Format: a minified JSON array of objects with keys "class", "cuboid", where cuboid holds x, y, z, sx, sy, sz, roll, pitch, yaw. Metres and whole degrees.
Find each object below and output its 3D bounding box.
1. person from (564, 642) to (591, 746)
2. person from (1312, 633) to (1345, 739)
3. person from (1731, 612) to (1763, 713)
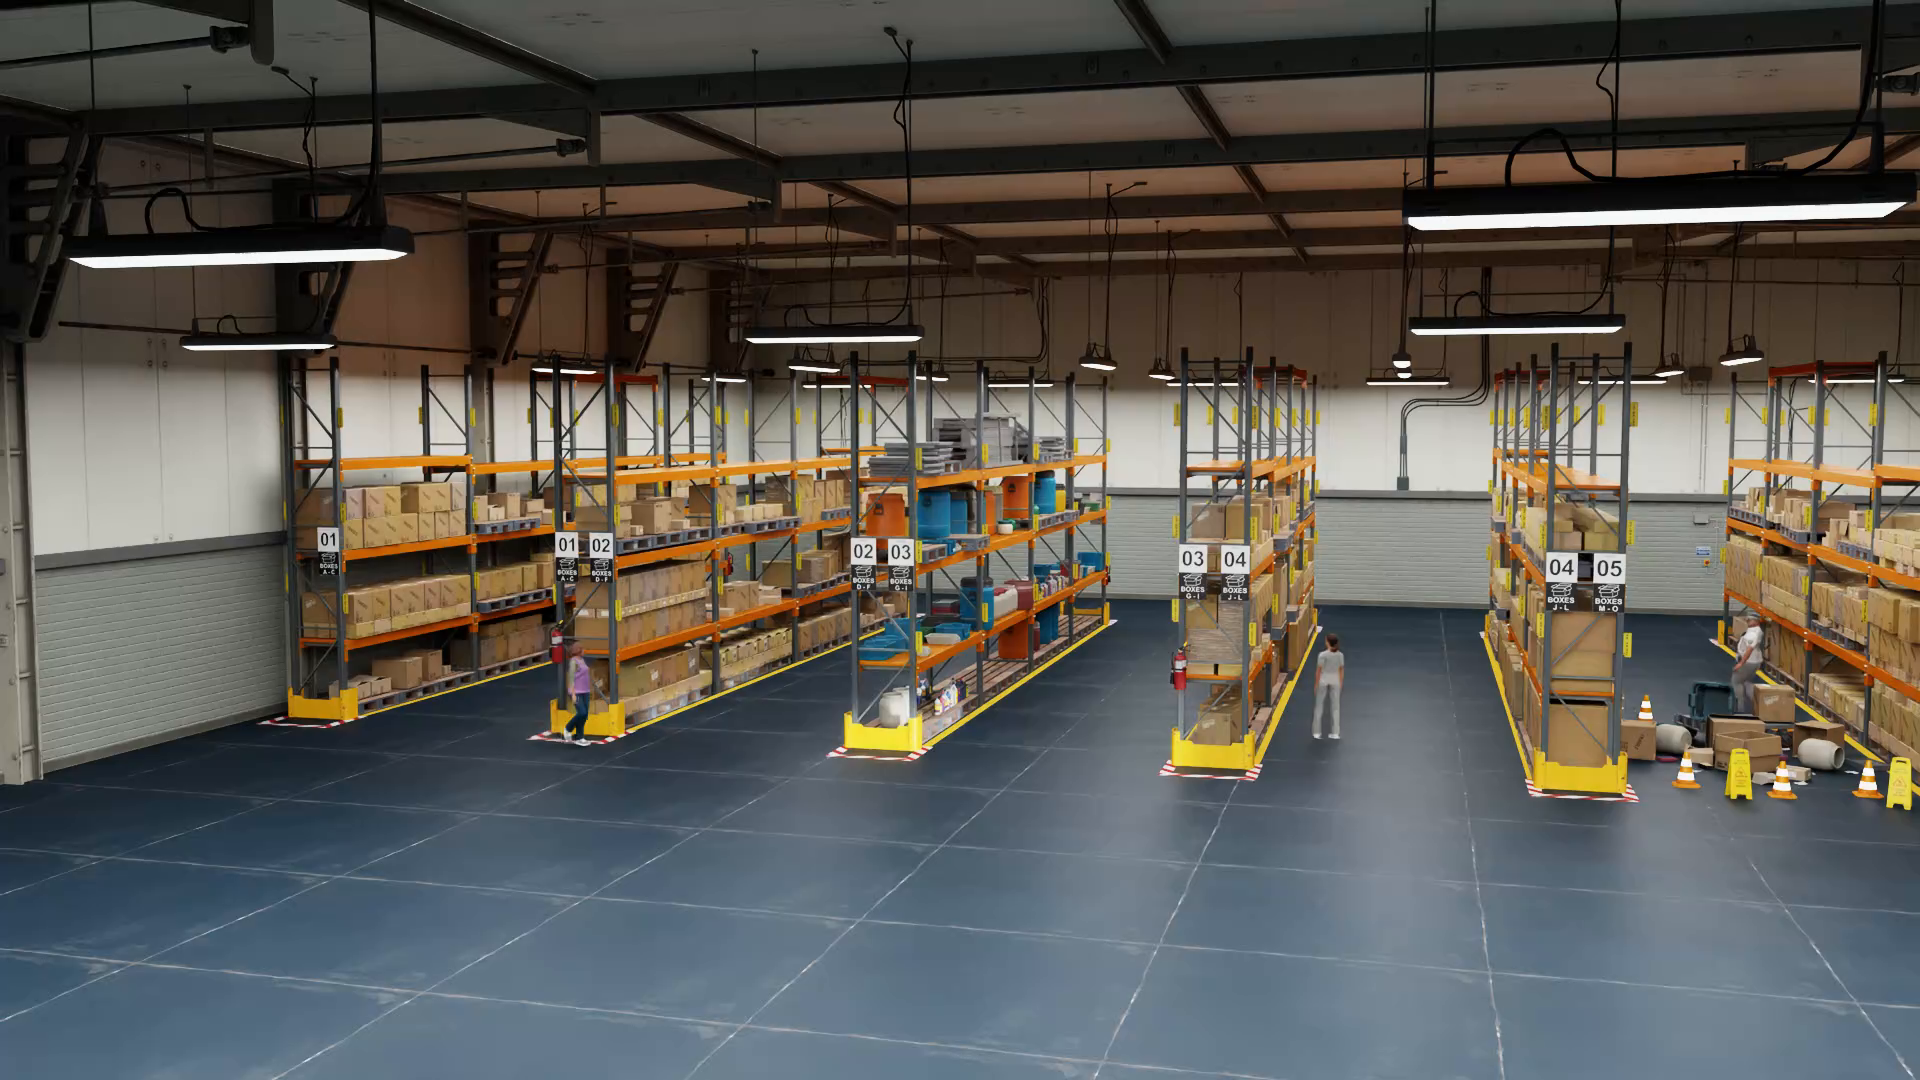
[{"class":"person","cuboid":[-5.780,2.338,25.253,0.455,1.593,0.457,2,5,30]},{"class":"person","cuboid":[5.751,2.274,25.931,0.476,1.682,0.460,1,4,12]},{"class":"person","cuboid":[13.319,2.098,28.230,0.598,1.785,0.558,-3,5,-38]}]
